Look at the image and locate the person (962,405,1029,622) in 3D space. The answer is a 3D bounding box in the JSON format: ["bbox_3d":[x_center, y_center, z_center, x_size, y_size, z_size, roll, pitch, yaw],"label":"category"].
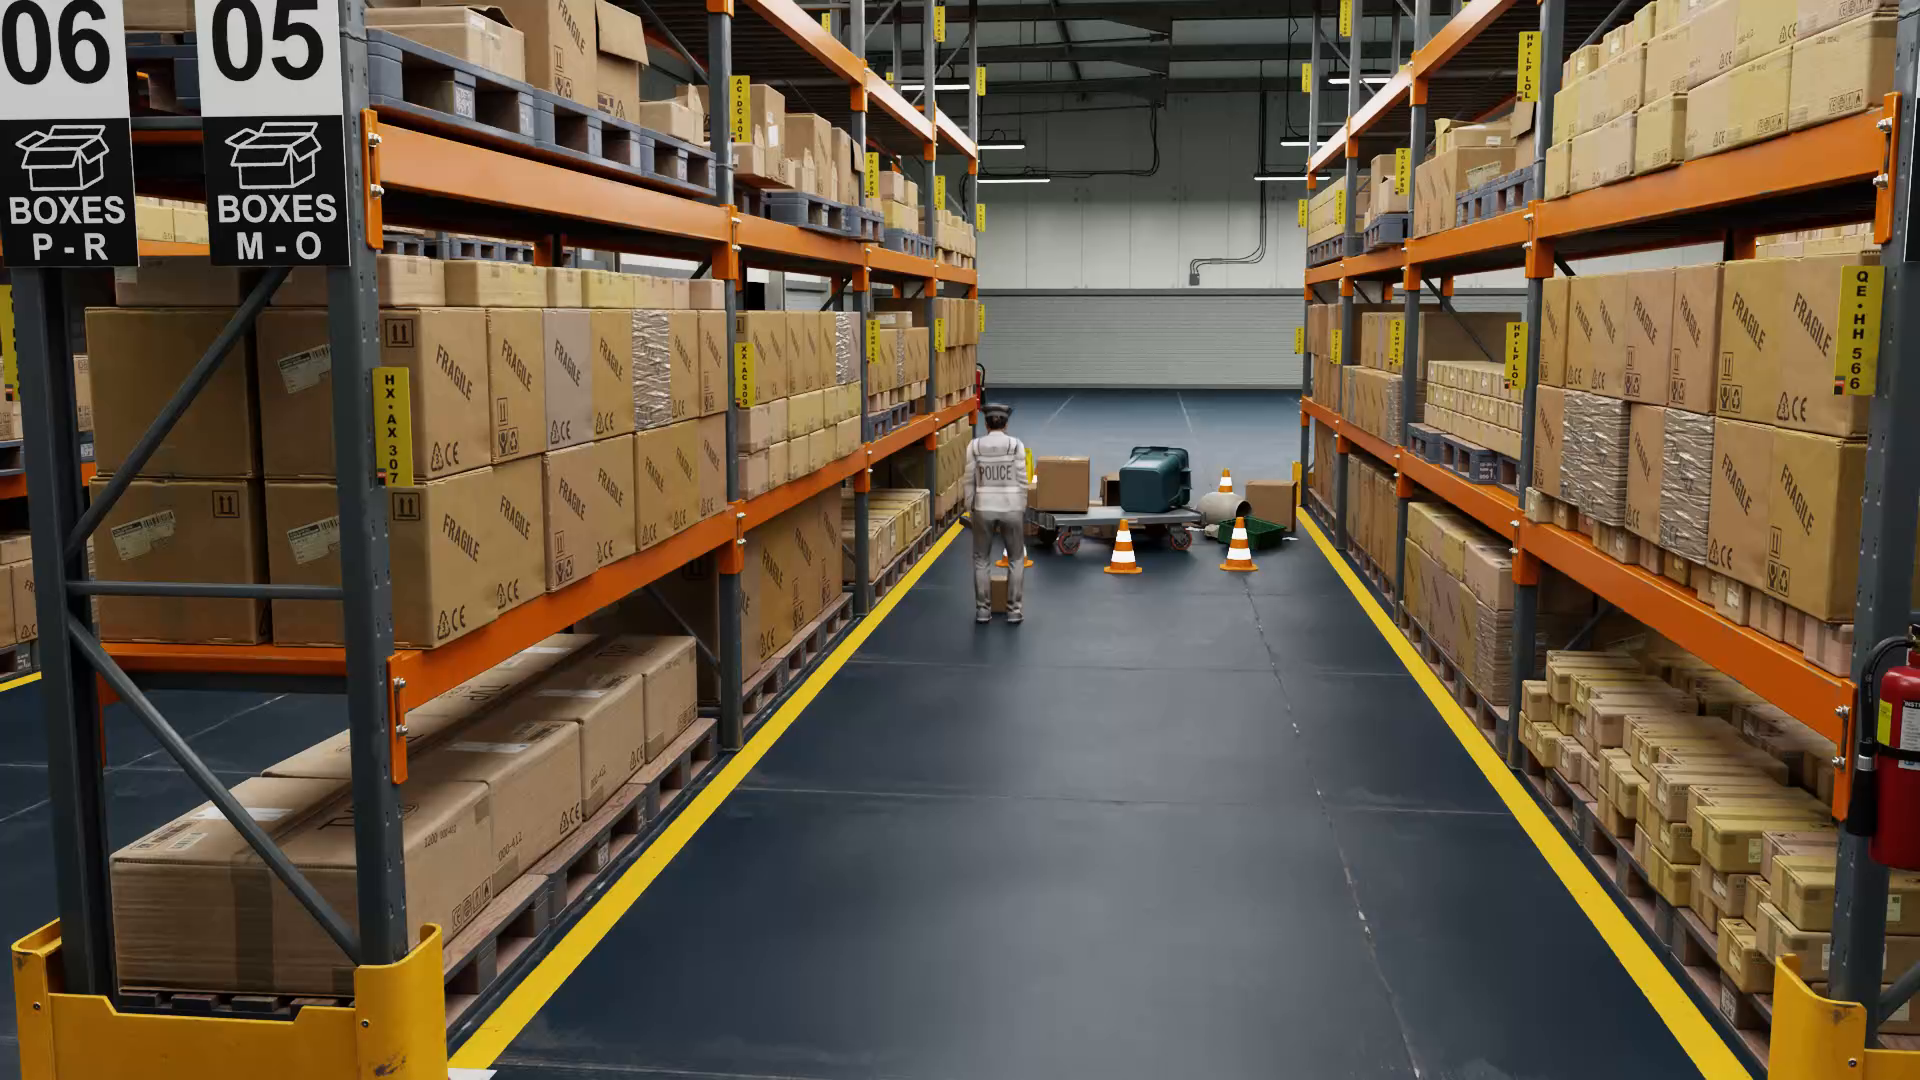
[{"bbox_3d":[0.264,-0.192,12.407,0.500,1.626,0.446,1,8,8],"label":"person"}]
